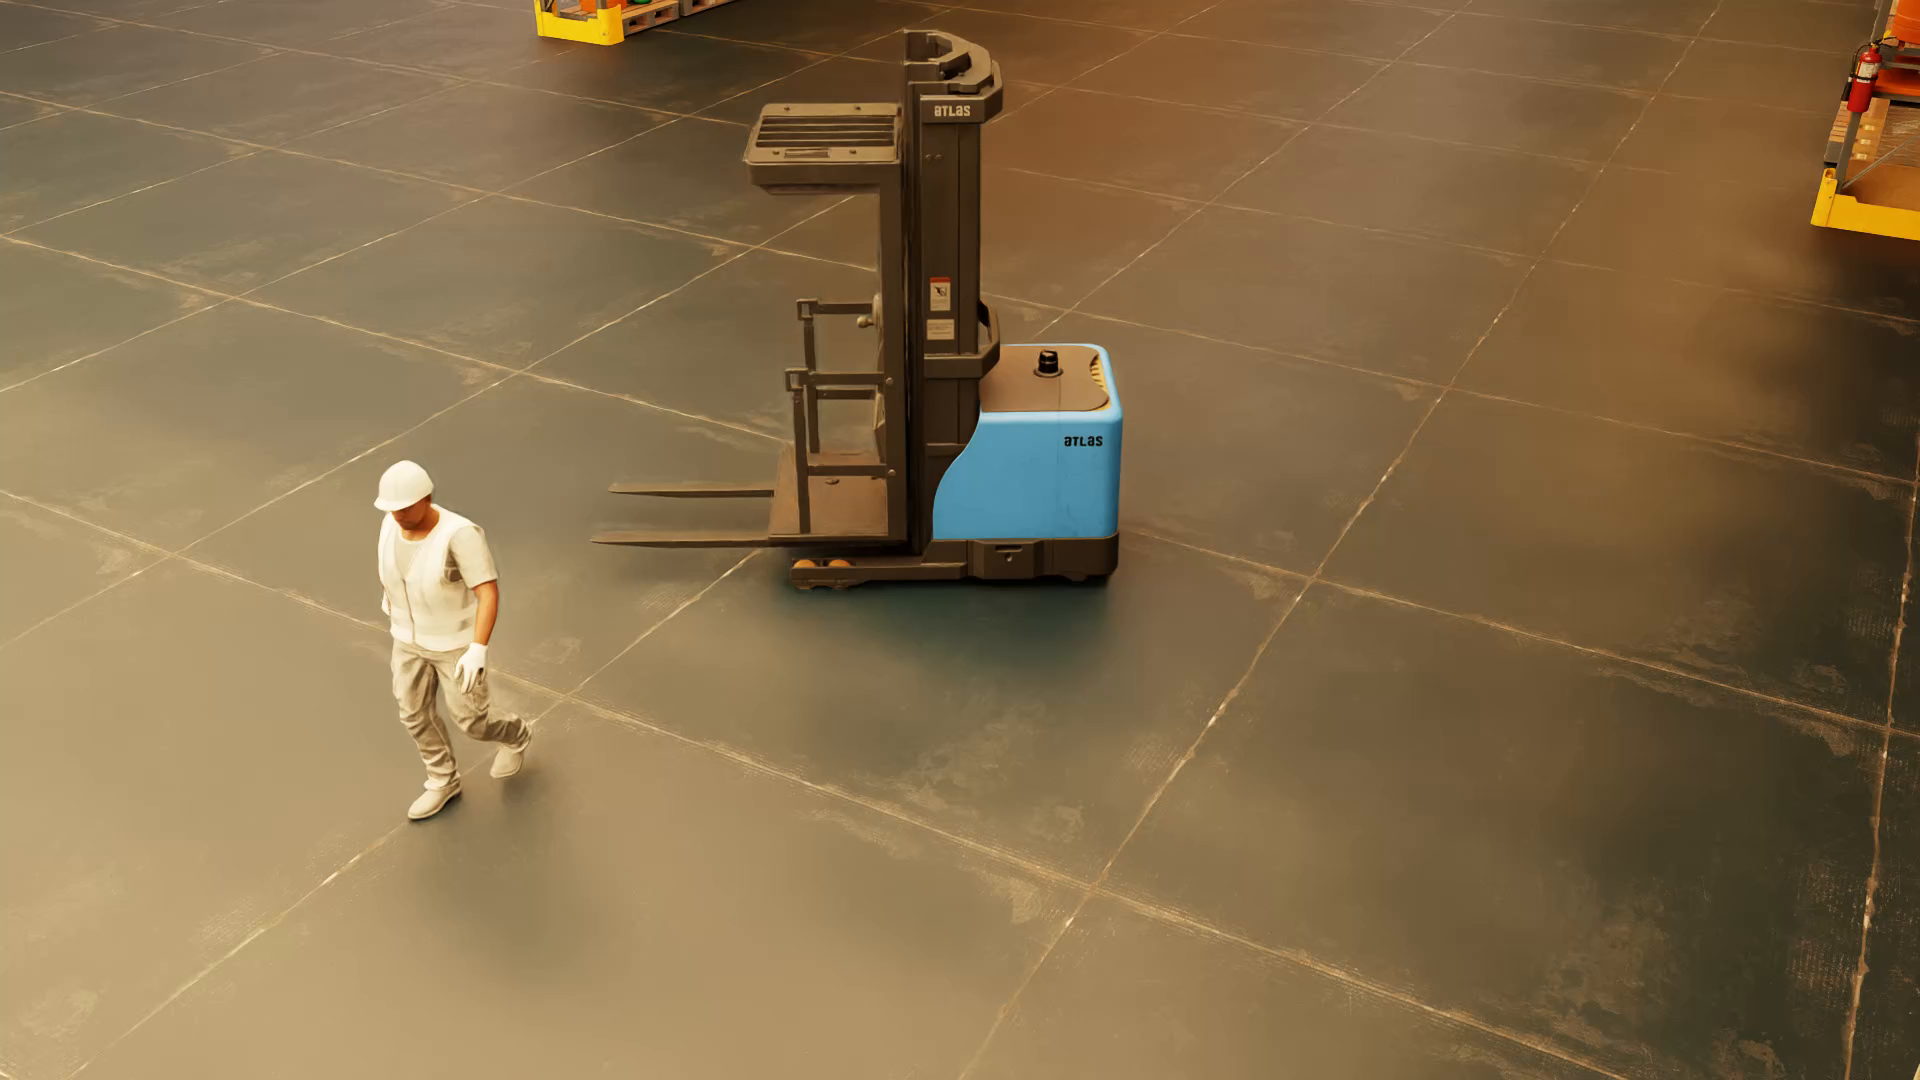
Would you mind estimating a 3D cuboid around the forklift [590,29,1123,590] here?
[{"bbox_3d":[-0.618,-1.254,9.244,3.031,2.935,1.130,-1,30,-1],"label":"forklift"}]

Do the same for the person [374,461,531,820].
[{"bbox_3d":[-2.347,0.431,7.491,0.864,1.764,0.649,12,32,20],"label":"person"}]
